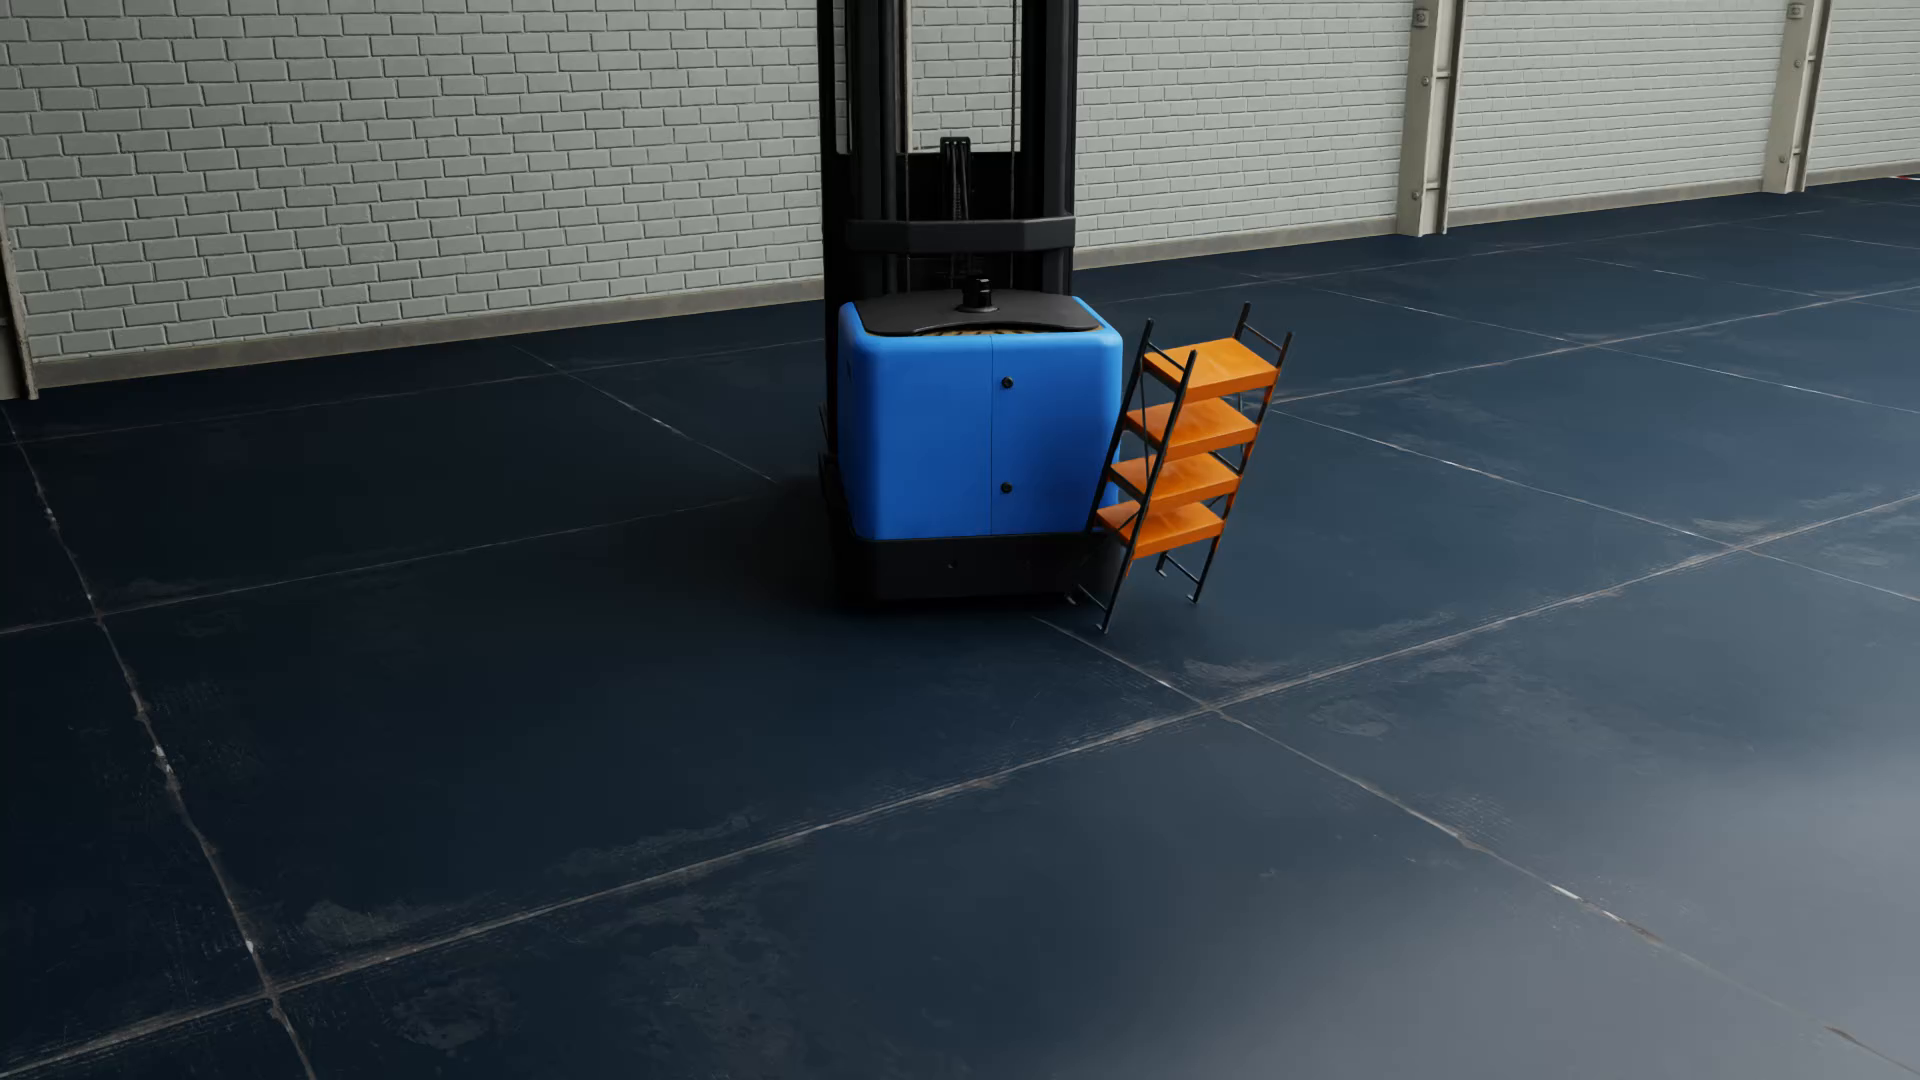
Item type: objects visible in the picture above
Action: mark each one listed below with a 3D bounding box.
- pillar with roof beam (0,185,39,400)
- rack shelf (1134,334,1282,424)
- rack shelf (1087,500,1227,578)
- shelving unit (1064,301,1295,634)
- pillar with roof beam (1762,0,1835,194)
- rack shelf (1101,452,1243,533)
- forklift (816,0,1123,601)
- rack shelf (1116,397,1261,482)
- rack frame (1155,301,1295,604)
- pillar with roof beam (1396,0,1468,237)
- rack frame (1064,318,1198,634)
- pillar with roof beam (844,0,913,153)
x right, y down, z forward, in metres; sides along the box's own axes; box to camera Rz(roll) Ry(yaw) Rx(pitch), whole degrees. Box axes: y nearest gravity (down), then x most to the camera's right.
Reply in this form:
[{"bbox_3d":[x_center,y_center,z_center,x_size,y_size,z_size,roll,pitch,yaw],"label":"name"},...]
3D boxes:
[{"bbox_3d":[-3.241,-3.939,4.847,0.400,9.000,9.100,-12,22,-31],"label":"pillar with roof beam"},{"bbox_3d":[0.865,-0.572,5.863,0.480,0.148,0.258,-15,43,-36],"label":"rack shelf"},{"bbox_3d":[0.731,-0.038,6.225,0.480,0.148,0.258,-15,43,-36],"label":"rack shelf"},{"bbox_3d":[0.785,-0.254,6.079,0.503,1.200,0.258,-15,43,-36],"label":"shelving unit"},{"bbox_3d":[11.792,-7.110,14.225,0.400,9.000,9.100,-12,22,-31],"label":"pillar with roof beam"},{"bbox_3d":[0.771,-0.199,6.116,0.480,0.148,0.258,-15,43,-36],"label":"rack shelf"},{"bbox_3d":[-0.084,-1.587,7.363,1.130,2.935,3.031,-2,19,-7],"label":"forklift"},{"bbox_3d":[0.817,-0.380,5.993,0.480,0.148,0.258,-15,43,-36],"label":"rack shelf"},{"bbox_3d":[0.976,-0.303,6.223,0.015,1.200,0.240,-15,43,-36],"label":"rack frame"},{"bbox_3d":[6.781,-6.053,11.099,0.400,9.000,9.100,-12,22,-31],"label":"pillar with roof beam"},{"bbox_3d":[0.594,-0.204,5.935,0.015,1.200,0.240,-15,43,-36],"label":"rack frame"},{"bbox_3d":[1.770,-4.996,7.973,0.400,9.000,9.100,-12,22,-31],"label":"pillar with roof beam"}]
